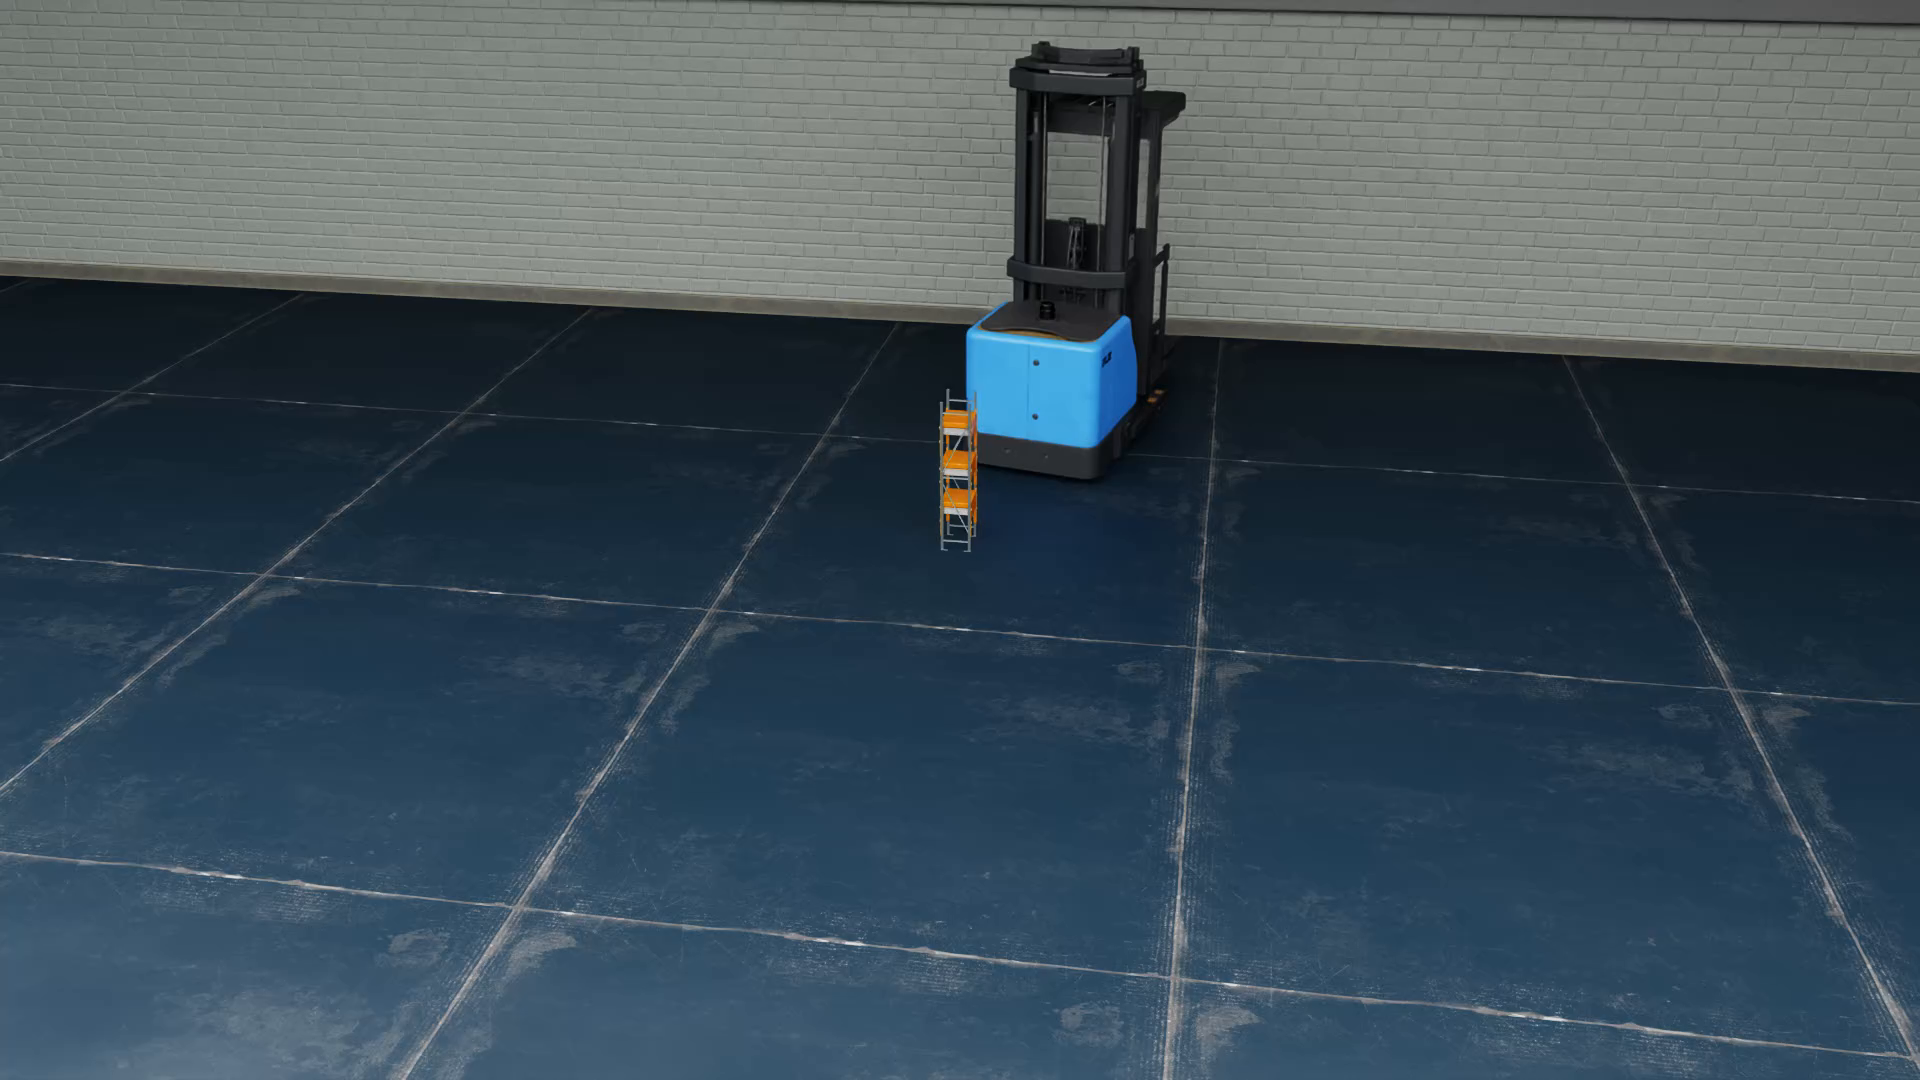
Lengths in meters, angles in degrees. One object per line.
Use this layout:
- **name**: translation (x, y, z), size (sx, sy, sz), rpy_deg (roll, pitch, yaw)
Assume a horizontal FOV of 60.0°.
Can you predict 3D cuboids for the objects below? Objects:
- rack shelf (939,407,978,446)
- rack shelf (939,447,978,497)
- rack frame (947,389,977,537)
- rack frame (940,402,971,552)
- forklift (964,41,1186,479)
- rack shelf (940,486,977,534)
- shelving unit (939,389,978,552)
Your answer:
- **rack shelf**: translation (-0.009, -0.701, 10.864), size (0.215, 0.259, 0.240), rpy_deg (4, 25, 9)
- **rack shelf**: translation (-0.009, -0.444, 10.984), size (0.215, 0.259, 0.240), rpy_deg (4, 25, 9)
- **rack frame**: translation (0.011, -0.504, 11.089), size (0.200, 1.050, 0.008), rpy_deg (4, 25, 9)
- **rack frame**: translation (-0.029, -0.402, 10.871), size (0.200, 1.050, 0.008), rpy_deg (4, 25, 9)
- **forklift**: translation (1.050, -2.365, 12.846), size (1.130, 2.935, 3.031), rpy_deg (10, 27, 20)
- **rack shelf**: translation (-0.009, -0.192, 11.102), size (0.215, 0.259, 0.240), rpy_deg (4, 25, 9)
- **shelving unit**: translation (-0.009, -0.453, 10.980), size (0.215, 1.050, 0.252), rpy_deg (4, 25, 9)
